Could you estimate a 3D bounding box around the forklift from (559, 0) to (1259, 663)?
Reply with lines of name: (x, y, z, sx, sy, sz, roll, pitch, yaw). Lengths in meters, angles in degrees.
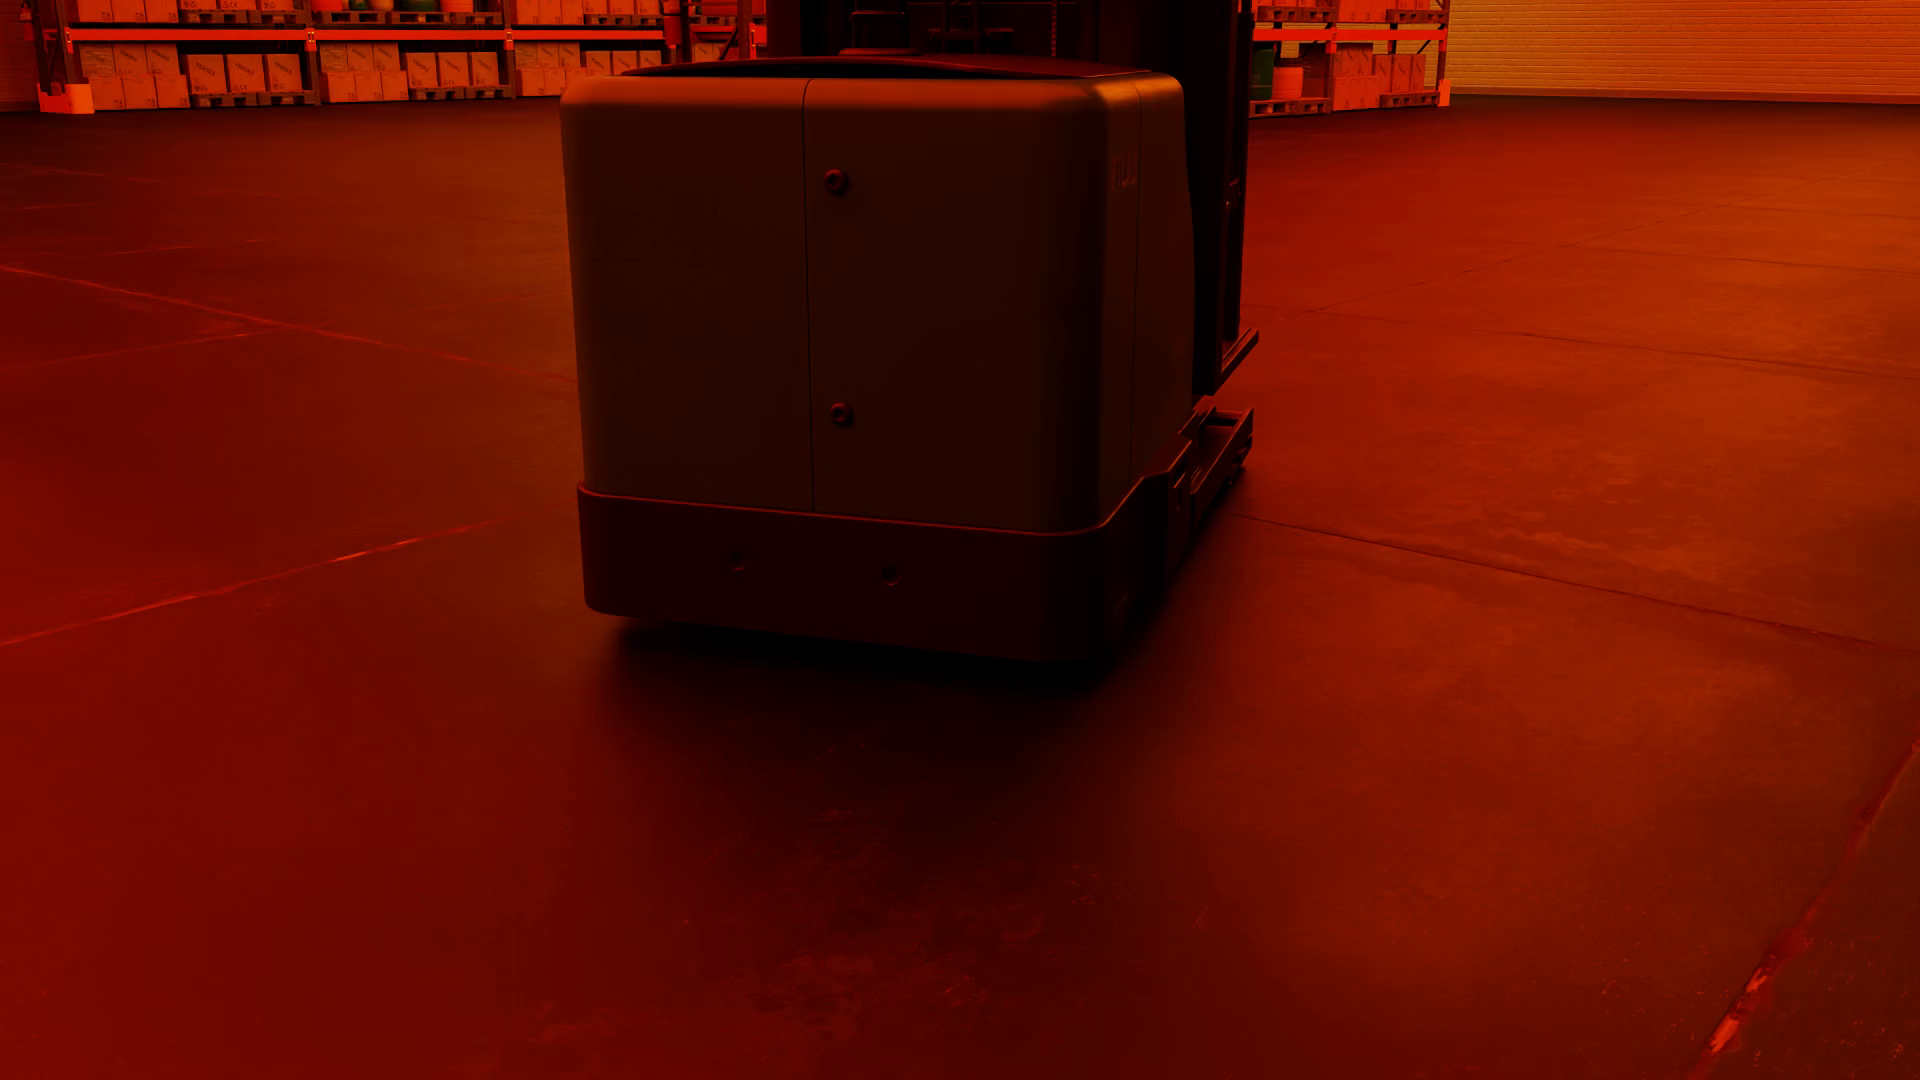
forklift: (0.182, -1.571, 4.072, 1.130, 2.935, 3.031, 5, 18, 17)
